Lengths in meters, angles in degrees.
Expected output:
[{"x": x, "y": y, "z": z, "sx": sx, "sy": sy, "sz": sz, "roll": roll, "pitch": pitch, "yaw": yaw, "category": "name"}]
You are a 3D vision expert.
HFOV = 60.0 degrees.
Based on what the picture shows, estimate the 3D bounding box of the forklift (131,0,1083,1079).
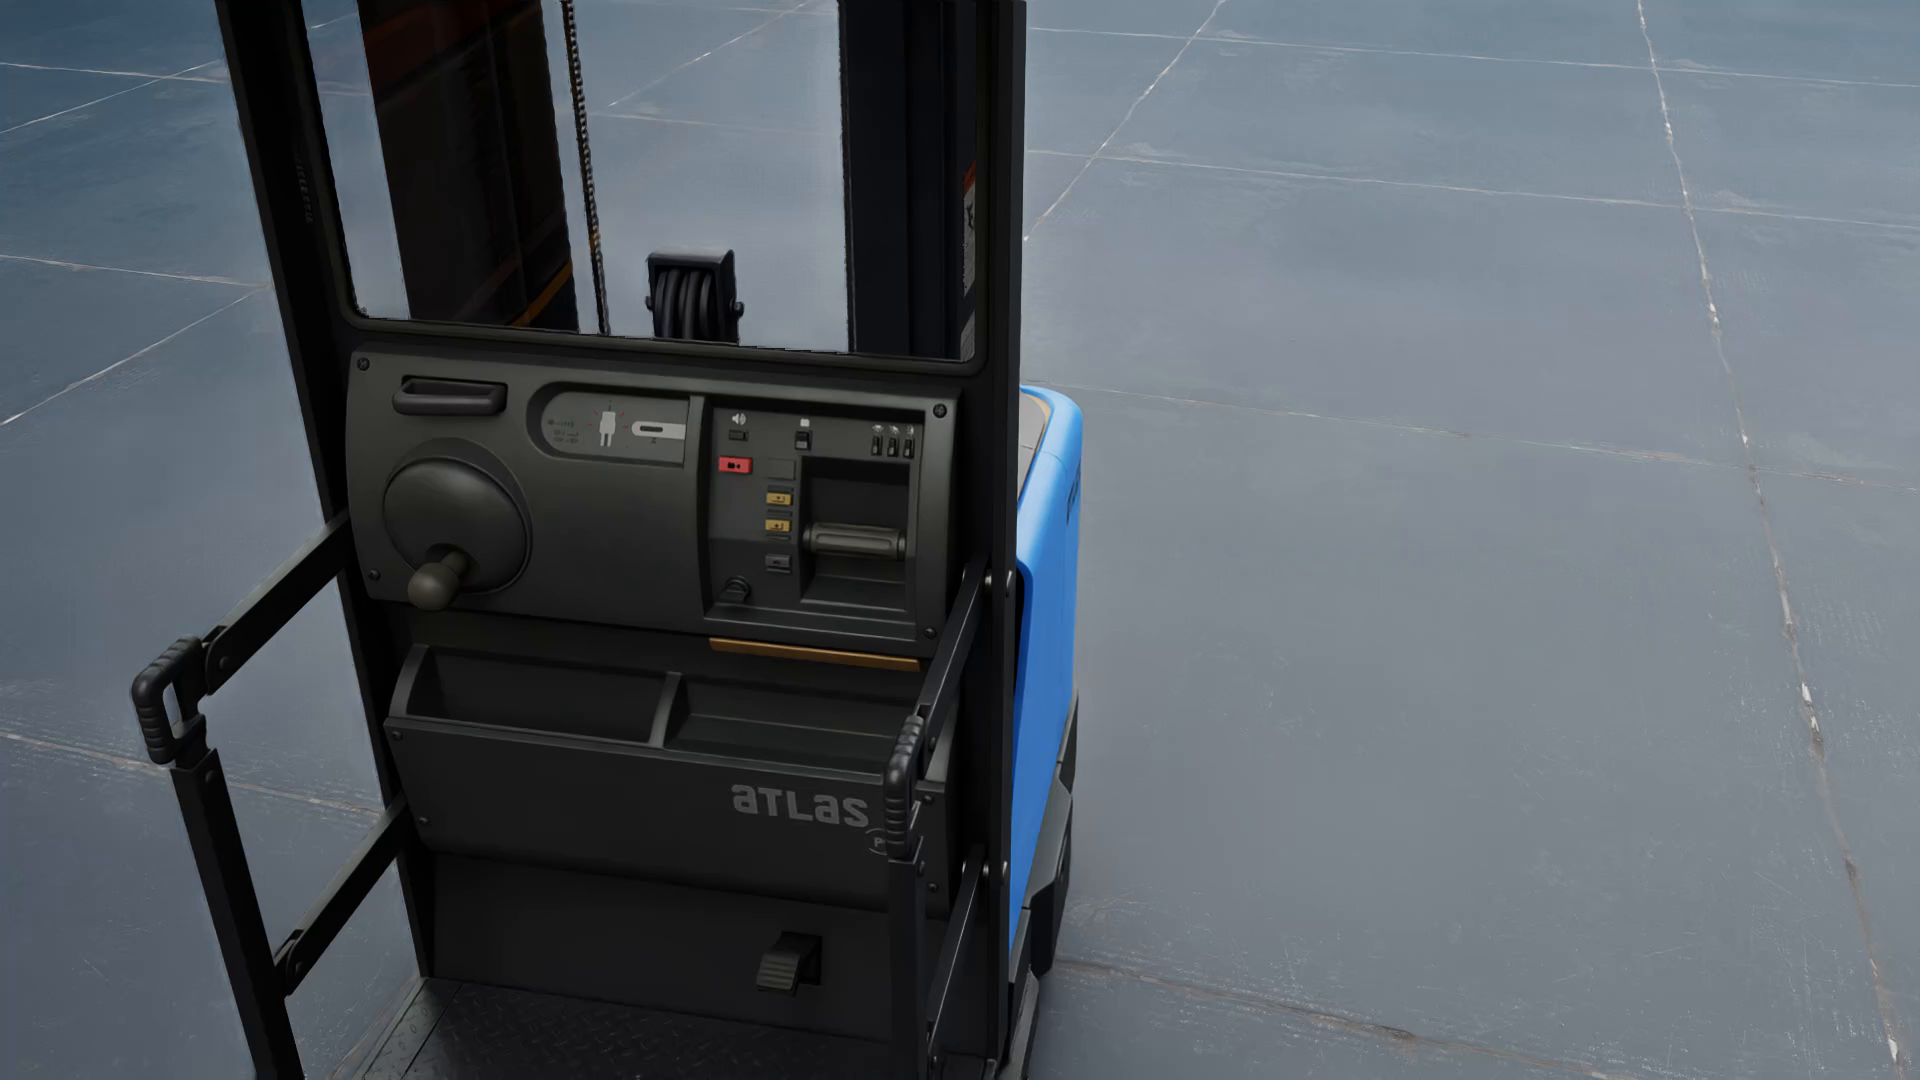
[{"x": -0.504, "y": -0.017, "z": 2.266, "sx": 1.130, "sy": 2.935, "sz": 3.031, "roll": 5, "pitch": 30, "yaw": 10, "category": "forklift"}]
